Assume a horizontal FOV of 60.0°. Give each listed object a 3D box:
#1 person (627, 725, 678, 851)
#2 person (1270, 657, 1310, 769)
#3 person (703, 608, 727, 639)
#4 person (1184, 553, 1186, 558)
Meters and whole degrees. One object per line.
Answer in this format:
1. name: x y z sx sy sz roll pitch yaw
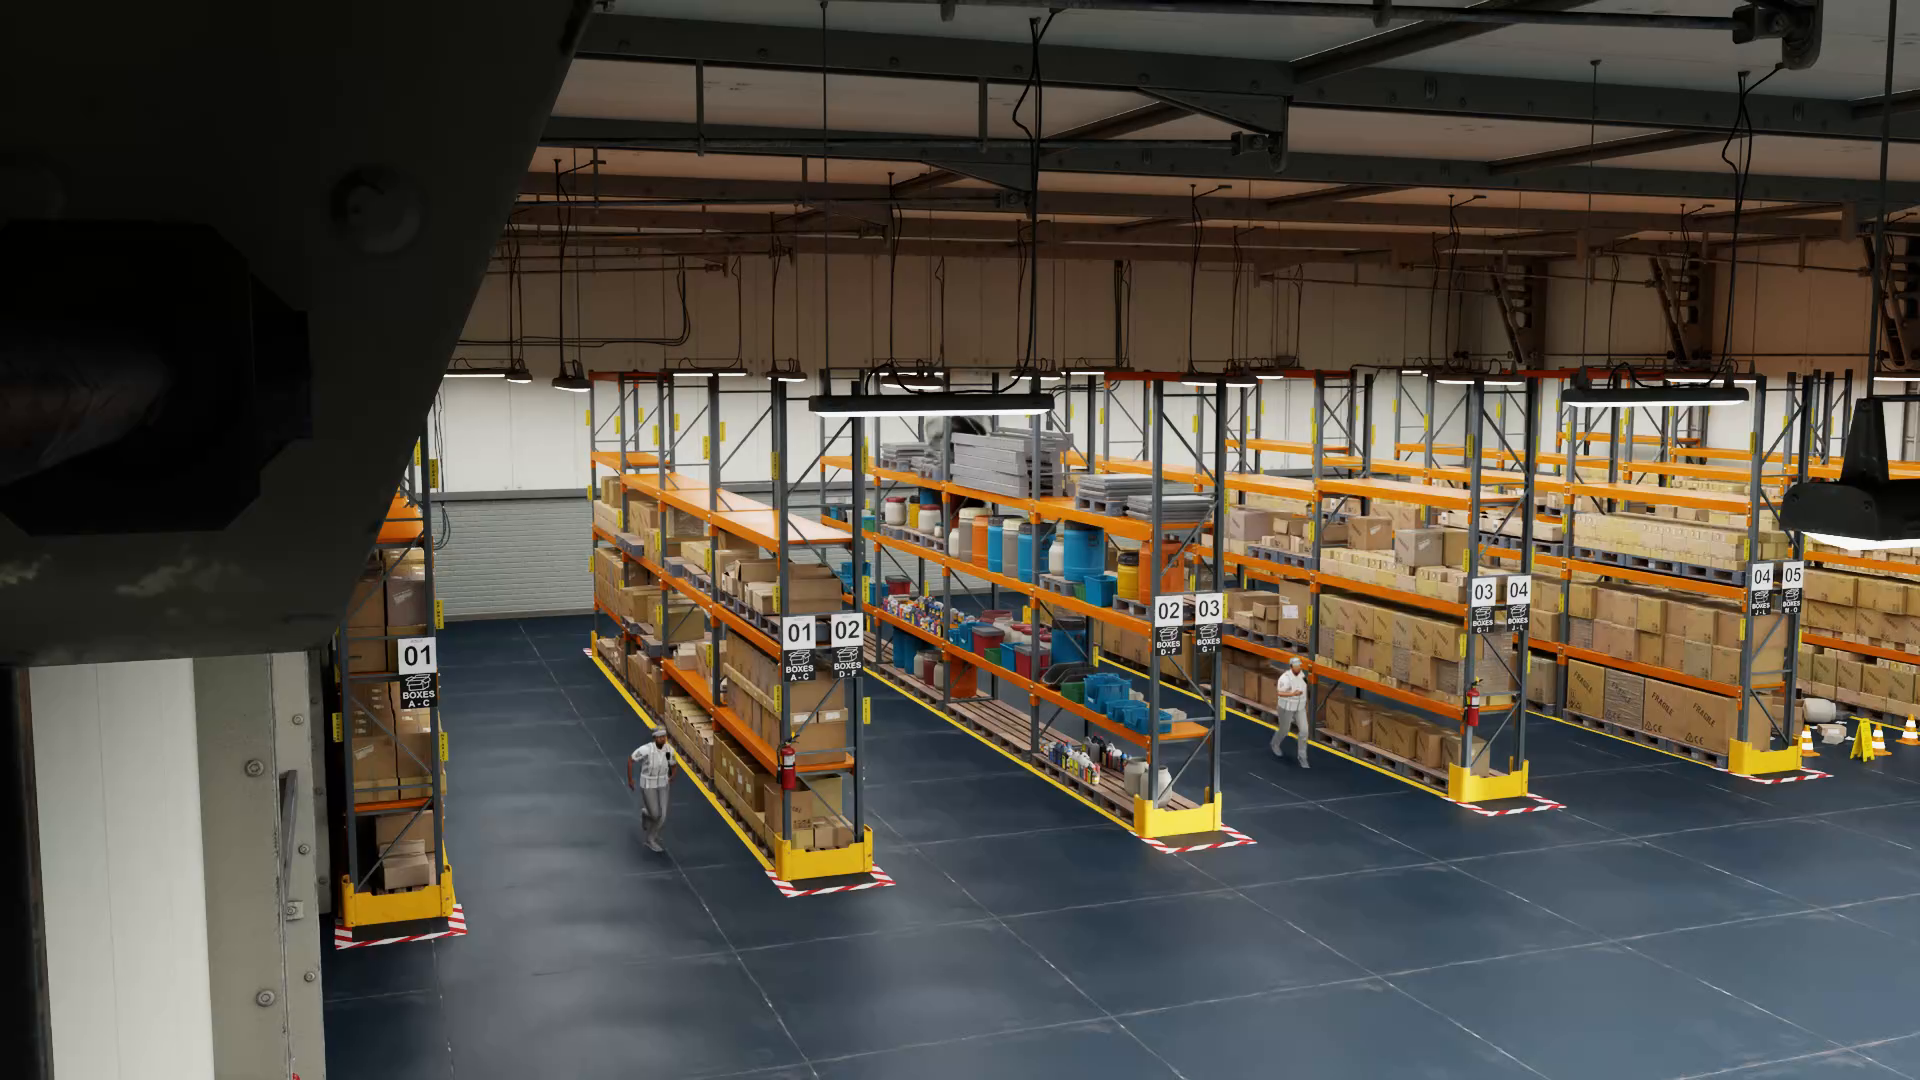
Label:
1. person: -3.903 3.162 21.274 0.615 1.649 0.643 -4 7 -32
2. person: 5.120 2.648 25.804 0.603 1.726 0.893 -2 7 -21
3. person: -5.035 1.638 34.646 0.637 1.737 0.817 -4 7 -29
4. person: 5.215 1.091 39.632 0.680 1.647 0.705 1 6 8
